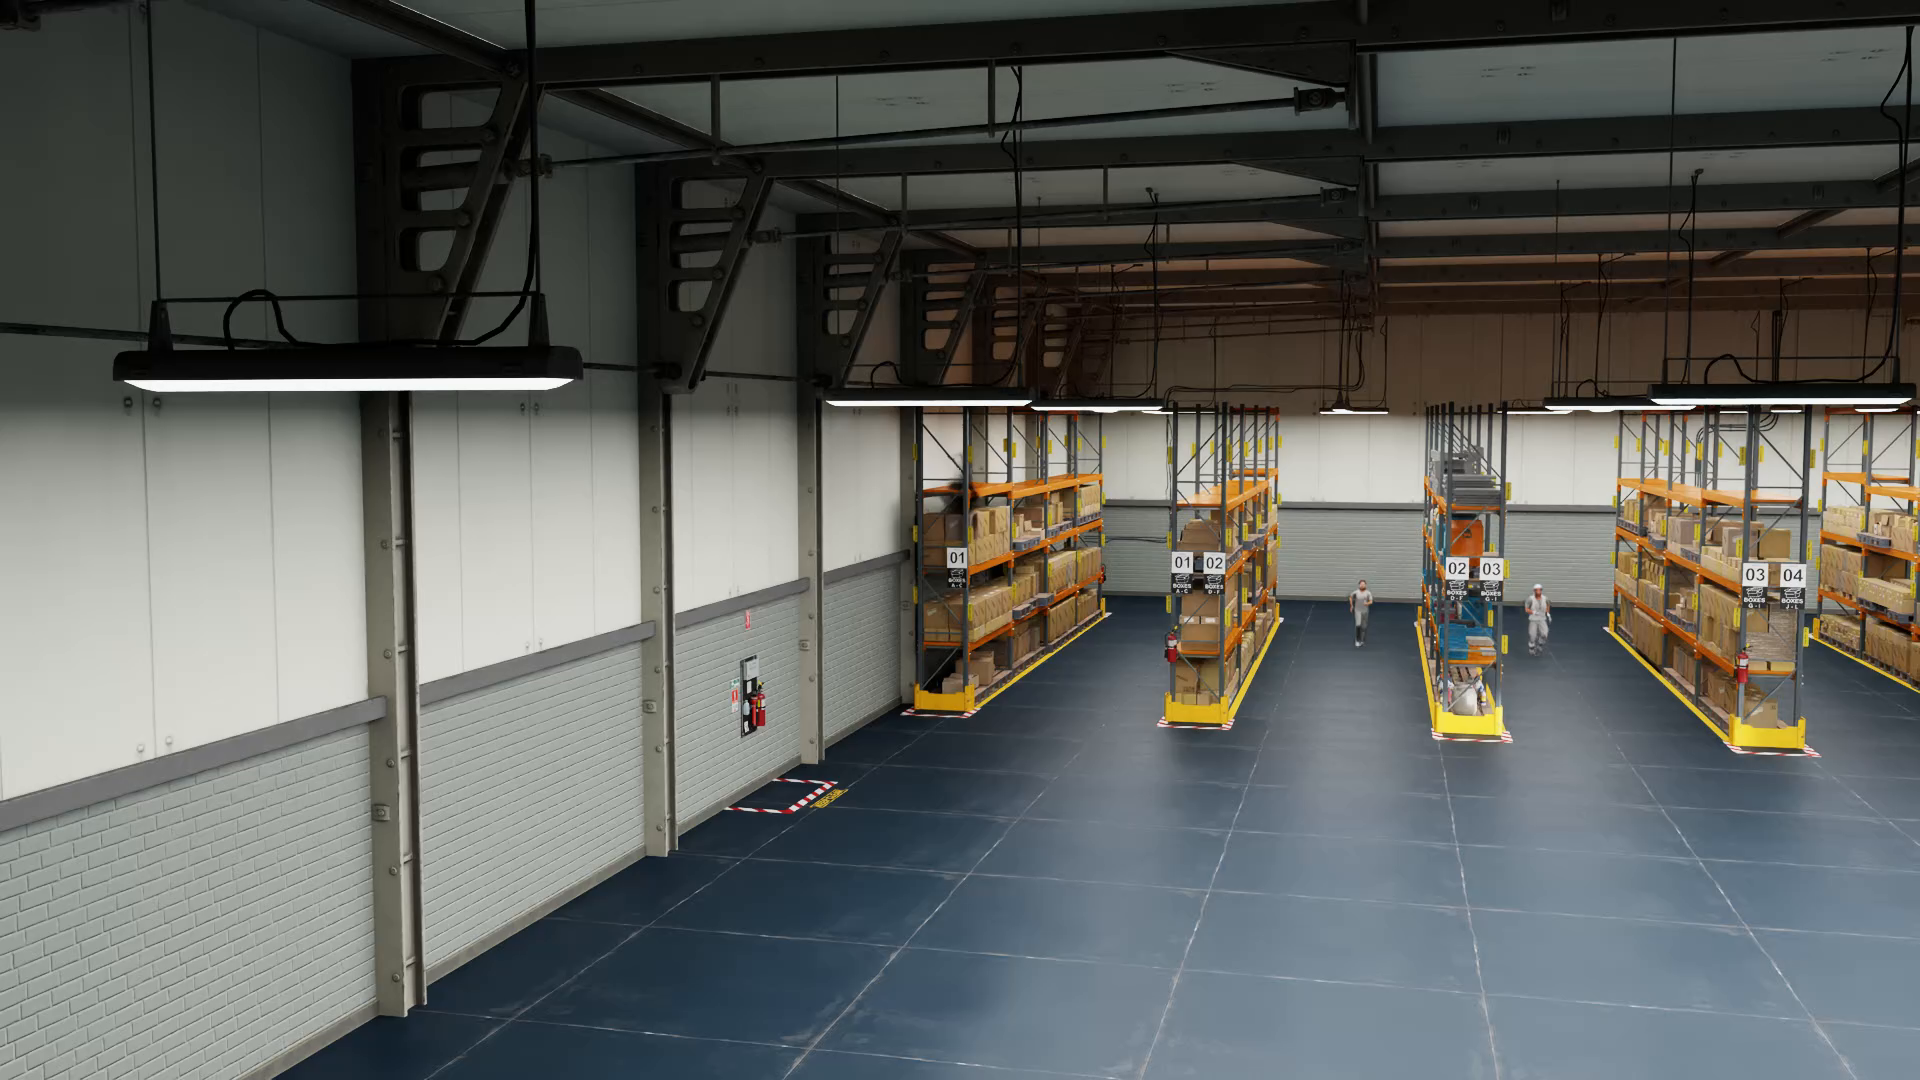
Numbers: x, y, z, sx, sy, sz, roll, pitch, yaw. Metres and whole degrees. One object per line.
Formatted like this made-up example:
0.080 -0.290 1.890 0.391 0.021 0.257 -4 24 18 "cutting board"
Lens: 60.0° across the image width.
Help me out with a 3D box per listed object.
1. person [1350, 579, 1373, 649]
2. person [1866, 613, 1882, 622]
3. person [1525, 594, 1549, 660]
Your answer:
9.989 1.835 41.371 0.528 1.715 0.734 1 4 7 "person"
24.601 1.734 44.845 0.709 1.346 0.538 -1 4 -14 "person"
13.677 2.041 39.402 0.614 1.566 0.695 0 4 2 "person"
